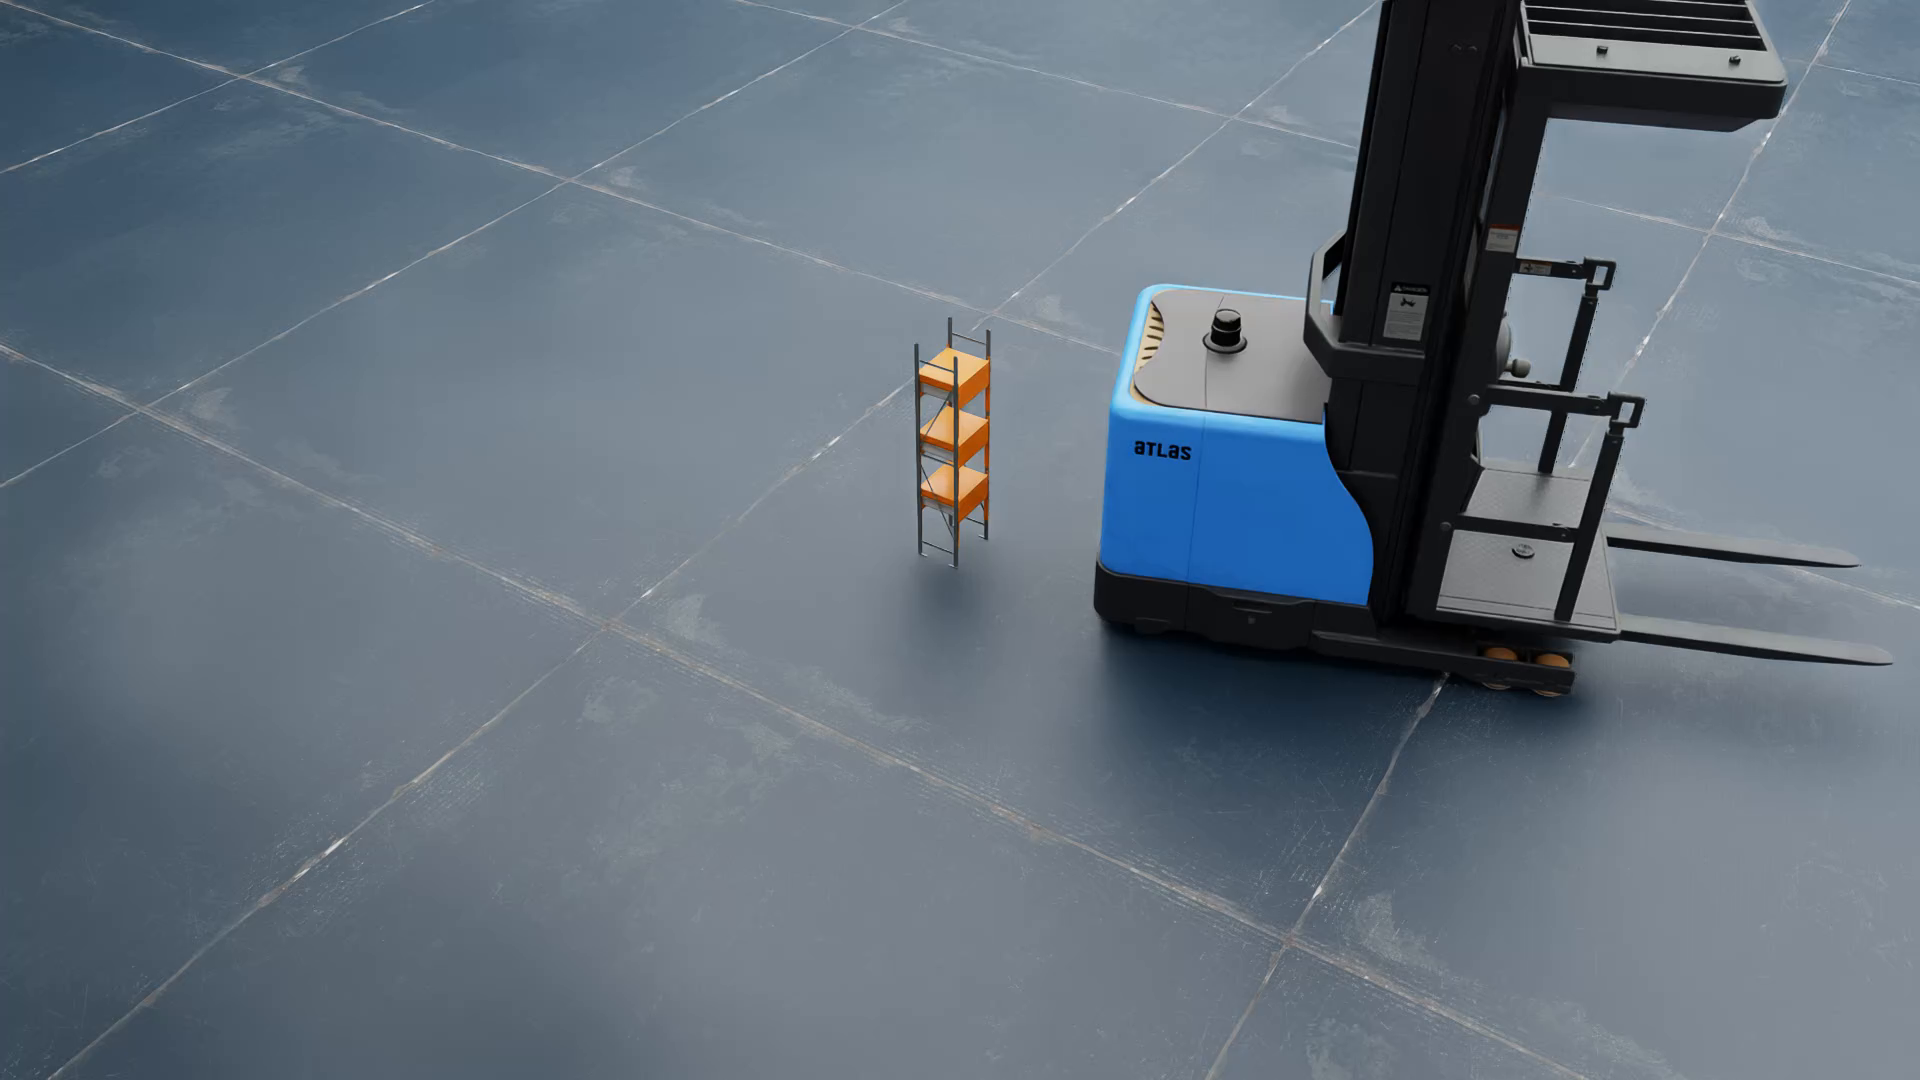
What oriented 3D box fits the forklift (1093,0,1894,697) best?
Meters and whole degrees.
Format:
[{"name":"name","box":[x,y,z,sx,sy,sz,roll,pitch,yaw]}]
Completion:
[{"name":"forklift","box":[2.116,-0.909,6.029,3.031,2.935,1.130,7,38,9]}]

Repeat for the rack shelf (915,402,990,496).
[{"name":"rack shelf","box":[-0.029,-0.380,6.900,0.215,0.259,0.240,21,42,25]}]

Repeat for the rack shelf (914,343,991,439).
[{"name":"rack shelf","box":[-0.029,-0.605,6.727,0.215,0.259,0.240,21,42,25]}]

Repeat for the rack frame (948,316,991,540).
[{"name":"rack frame","box":[0.037,-0.451,6.975,0.200,1.050,0.008,21,42,25]}]

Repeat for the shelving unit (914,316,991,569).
[{"name":"shelving unit","box":[-0.029,-0.388,6.894,0.215,1.050,0.252,21,42,25]}]

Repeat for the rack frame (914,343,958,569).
[{"name":"rack frame","box":[-0.094,-0.325,6.812,0.200,1.050,0.008,21,42,25]}]

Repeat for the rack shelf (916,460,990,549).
[{"name":"rack shelf","box":[-0.029,-0.160,7.070,0.215,0.259,0.240,21,42,25]}]
